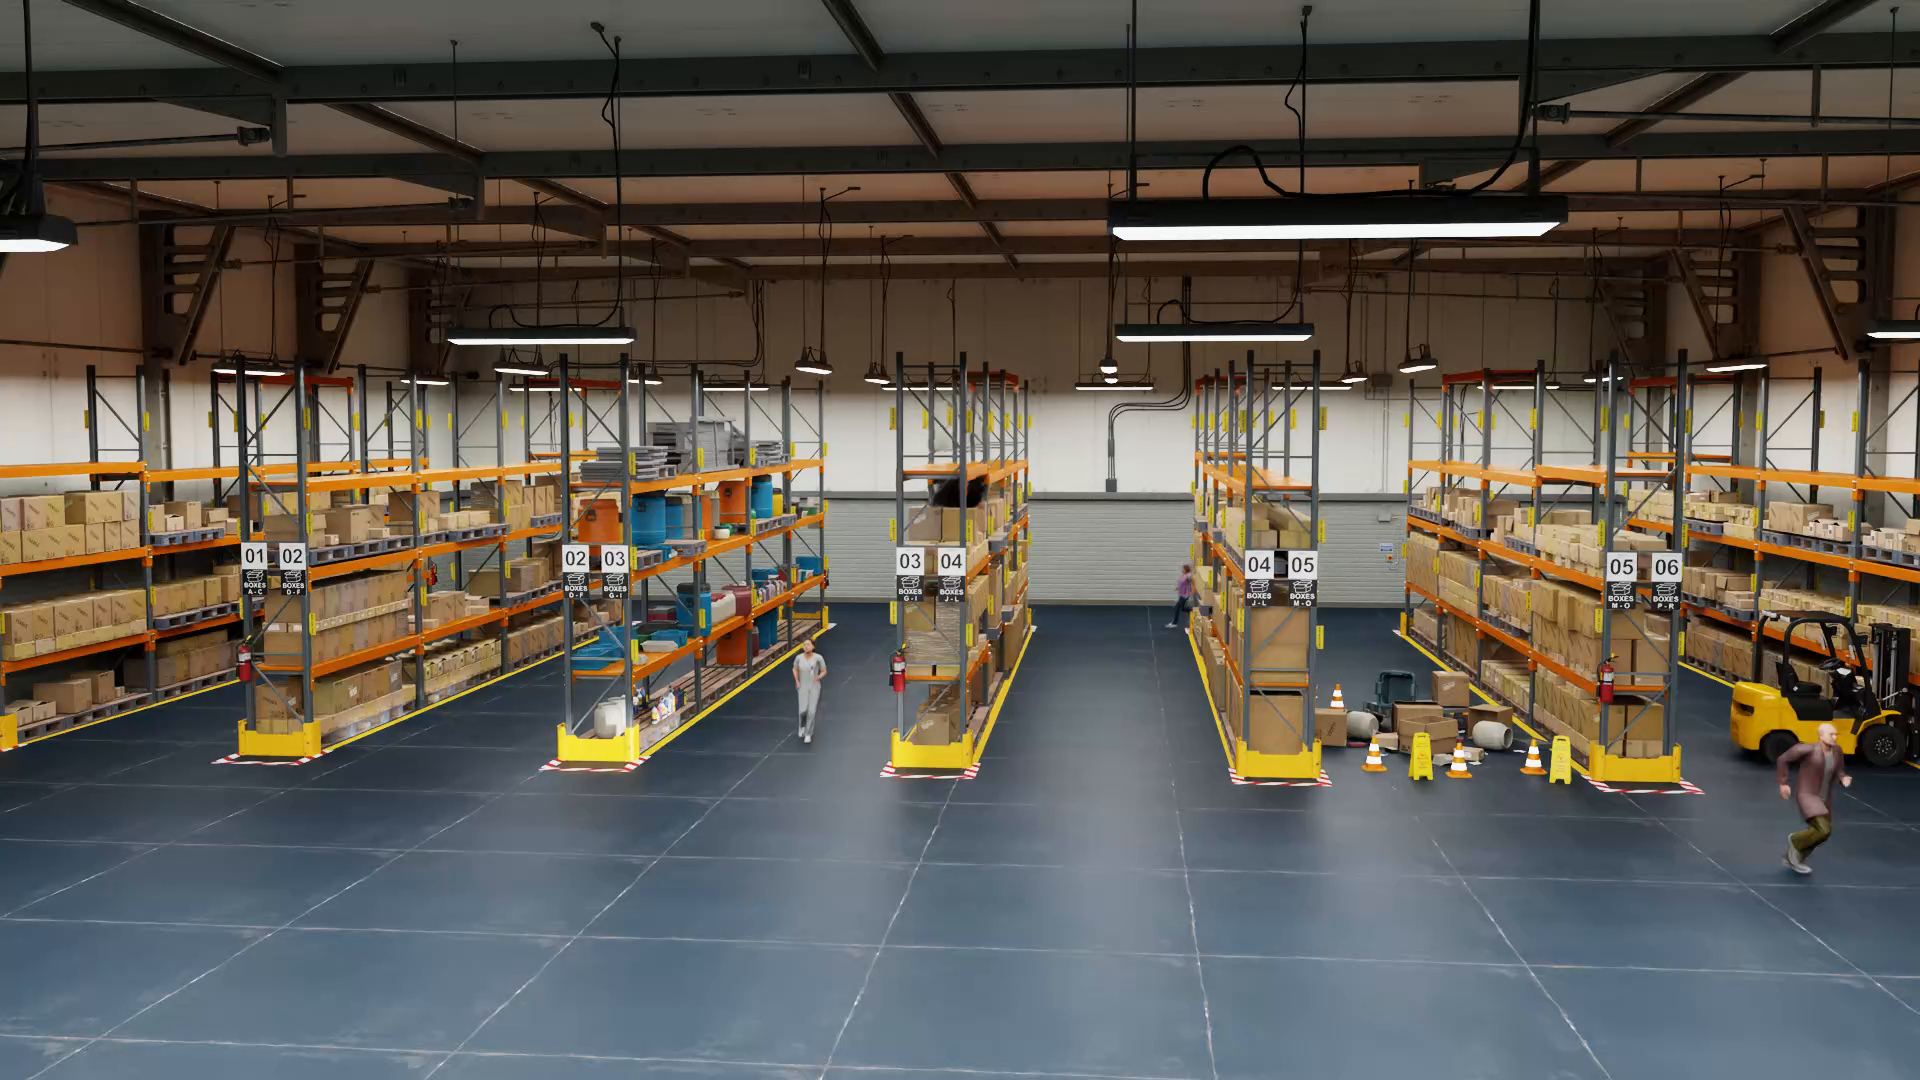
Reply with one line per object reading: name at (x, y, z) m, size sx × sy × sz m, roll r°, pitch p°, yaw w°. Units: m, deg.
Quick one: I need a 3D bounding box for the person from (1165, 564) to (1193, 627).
person at (5.447, 1.354, 40.319) m, size 0.837 × 1.556 × 0.602 m, roll -1°, pitch 4°, yaw -15°

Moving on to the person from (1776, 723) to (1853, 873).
person at (9.375, 2.836, 18.210) m, size 0.652 × 1.700 × 0.781 m, roll -2°, pitch 4°, yaw -23°

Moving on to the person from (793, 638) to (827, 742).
person at (-2.356, 2.341, 25.953) m, size 0.552 × 1.637 × 0.561 m, roll 0°, pitch 4°, yaw 2°
